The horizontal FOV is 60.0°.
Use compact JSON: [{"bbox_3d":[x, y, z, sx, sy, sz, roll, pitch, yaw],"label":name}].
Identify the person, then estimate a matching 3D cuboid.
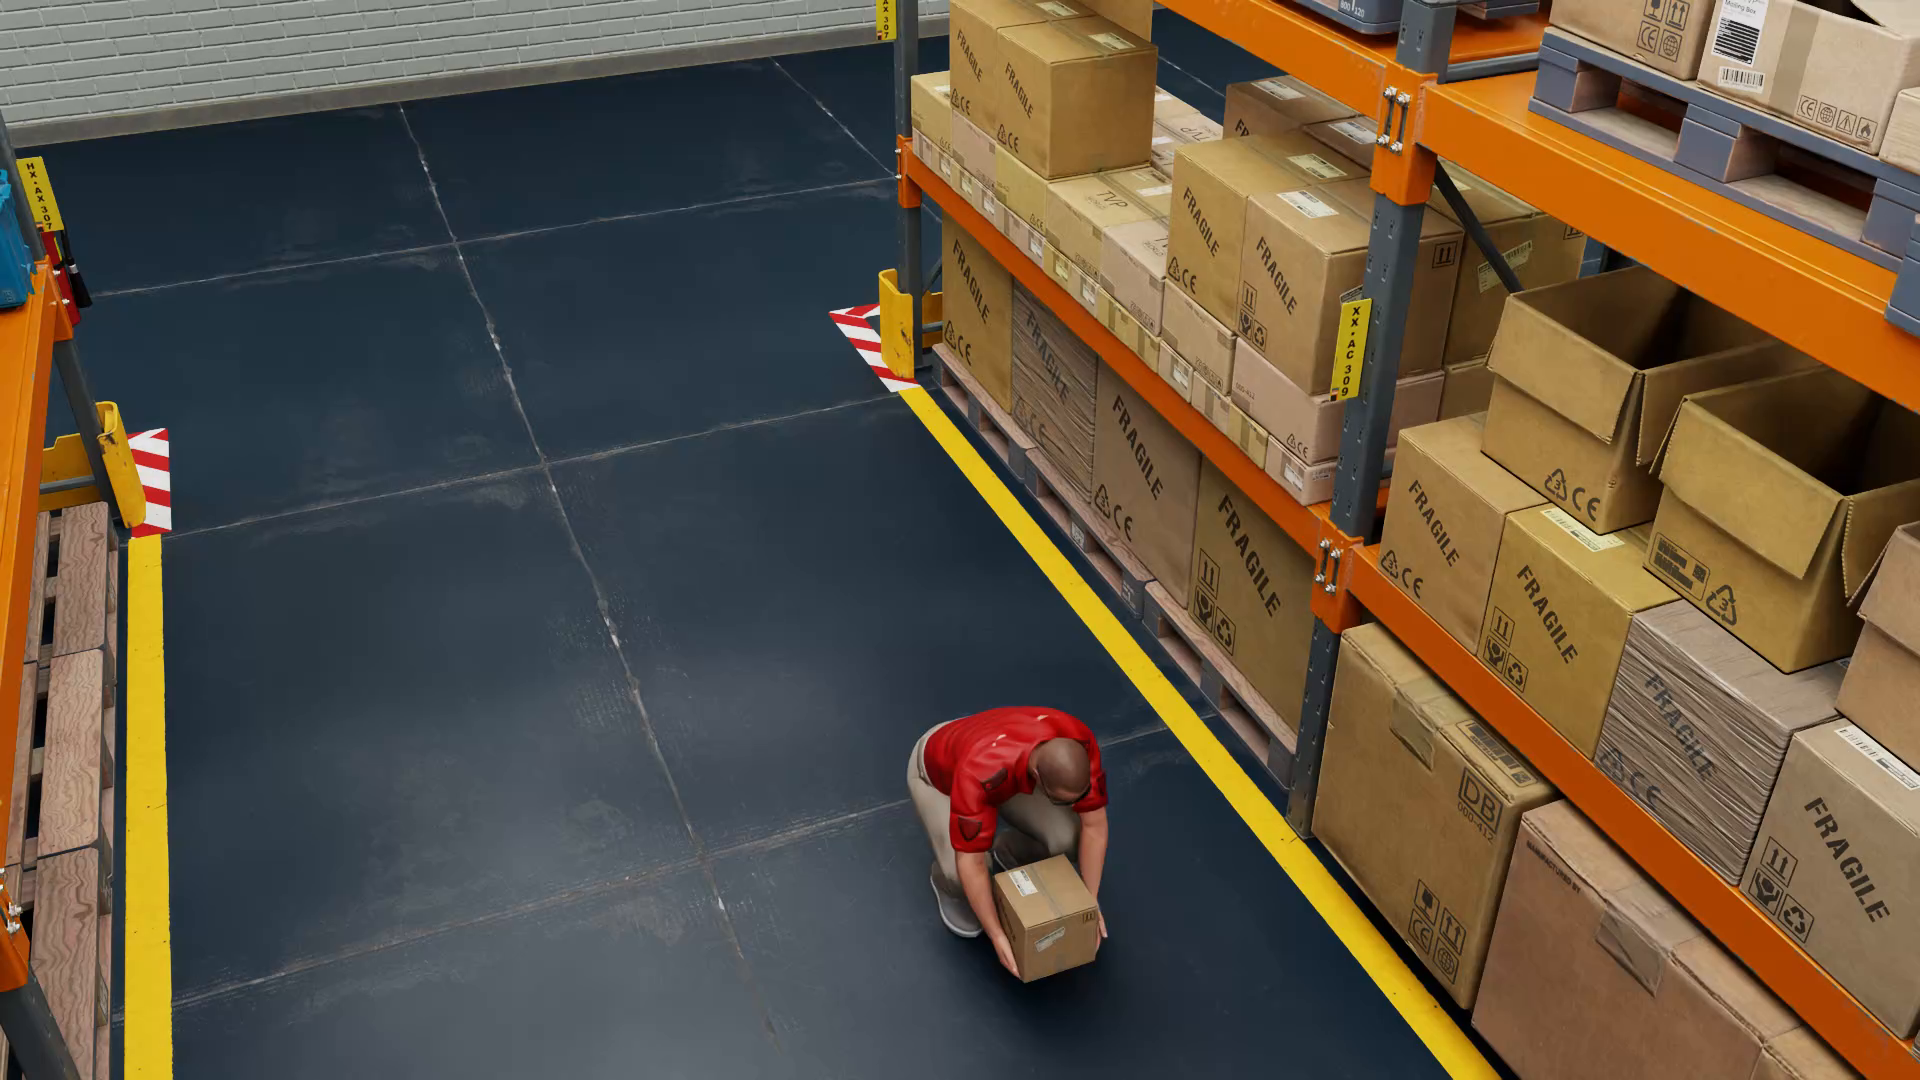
[{"bbox_3d":[0.168,0.891,5.492,0.558,0.976,0.878,-13,35,-19],"label":"person"}]
